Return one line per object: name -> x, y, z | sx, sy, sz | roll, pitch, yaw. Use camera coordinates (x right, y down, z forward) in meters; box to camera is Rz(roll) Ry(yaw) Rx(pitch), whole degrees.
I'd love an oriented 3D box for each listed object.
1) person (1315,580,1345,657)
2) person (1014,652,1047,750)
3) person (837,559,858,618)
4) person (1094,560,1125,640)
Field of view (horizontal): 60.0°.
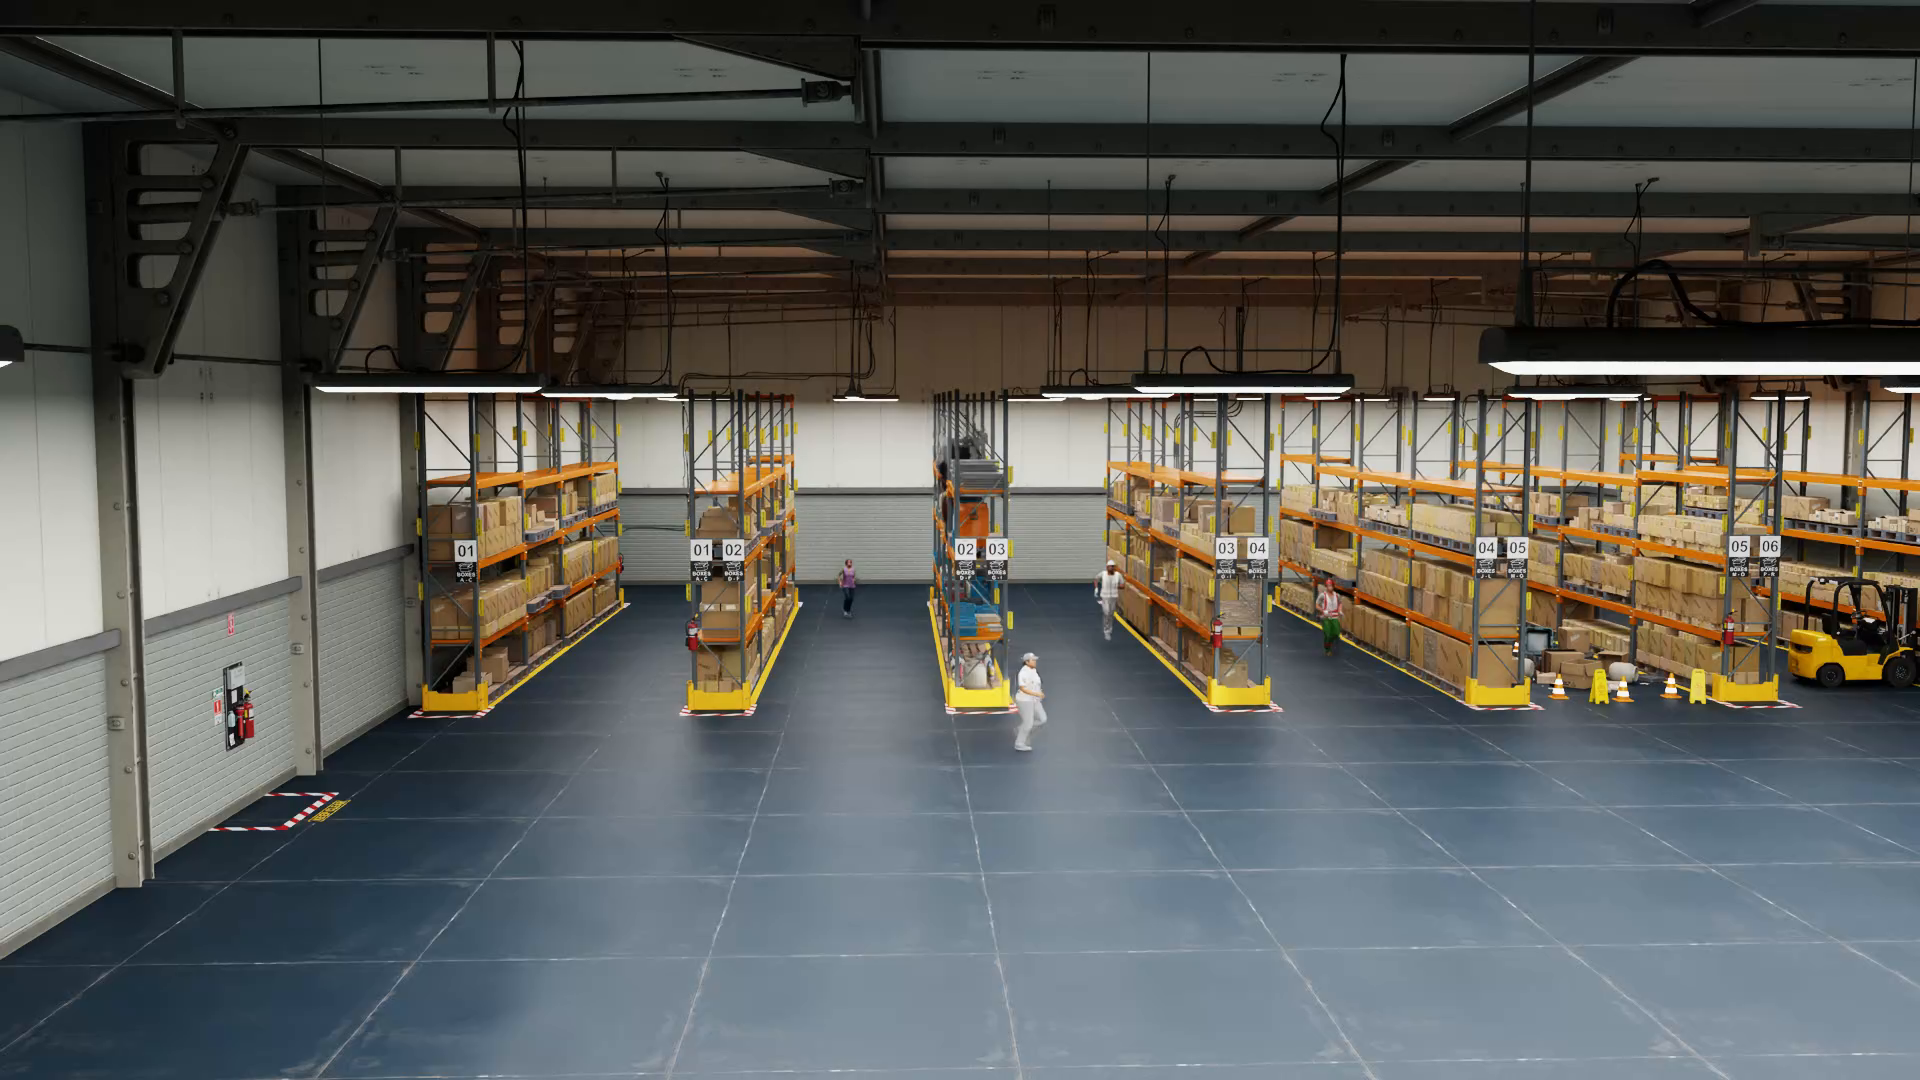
person -> 8.405, 1.780, 37.739 | 0.655, 1.742, 0.559 | -1, 5, -6
person -> 1.189, 2.659, 27.468 | 0.569, 1.618, 0.646 | 2, 5, 25
person -> -2.987, 1.291, 44.539 | 0.508, 1.587, 0.656 | -2, 5, -22
person -> 3.535, 1.395, 39.217 | 0.687, 1.851, 0.773 | -1, 5, -9
